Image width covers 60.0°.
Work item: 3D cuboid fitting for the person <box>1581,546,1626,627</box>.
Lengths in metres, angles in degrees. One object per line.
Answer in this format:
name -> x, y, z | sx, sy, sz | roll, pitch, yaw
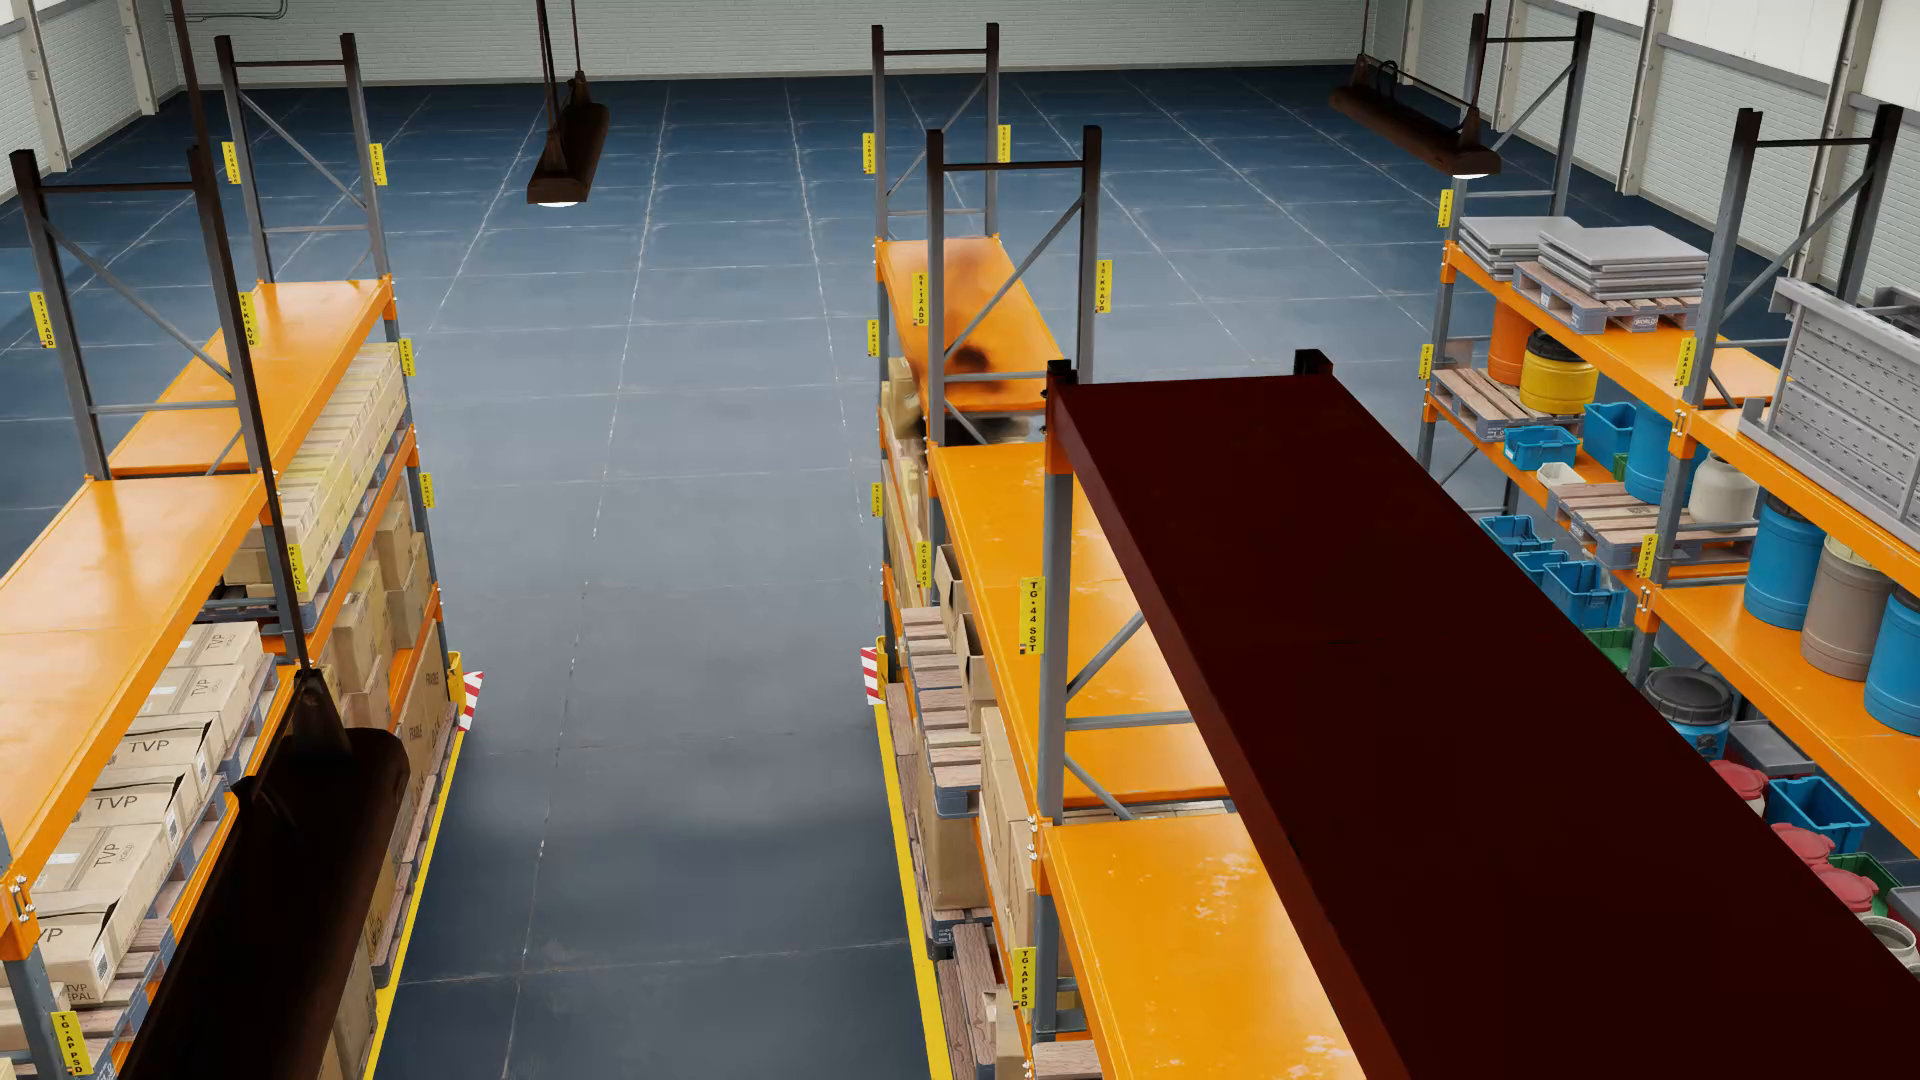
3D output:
person -> 6.277, 0.123, 16.276 | 0.705, 1.764, 0.676 | -7, 26, -15
